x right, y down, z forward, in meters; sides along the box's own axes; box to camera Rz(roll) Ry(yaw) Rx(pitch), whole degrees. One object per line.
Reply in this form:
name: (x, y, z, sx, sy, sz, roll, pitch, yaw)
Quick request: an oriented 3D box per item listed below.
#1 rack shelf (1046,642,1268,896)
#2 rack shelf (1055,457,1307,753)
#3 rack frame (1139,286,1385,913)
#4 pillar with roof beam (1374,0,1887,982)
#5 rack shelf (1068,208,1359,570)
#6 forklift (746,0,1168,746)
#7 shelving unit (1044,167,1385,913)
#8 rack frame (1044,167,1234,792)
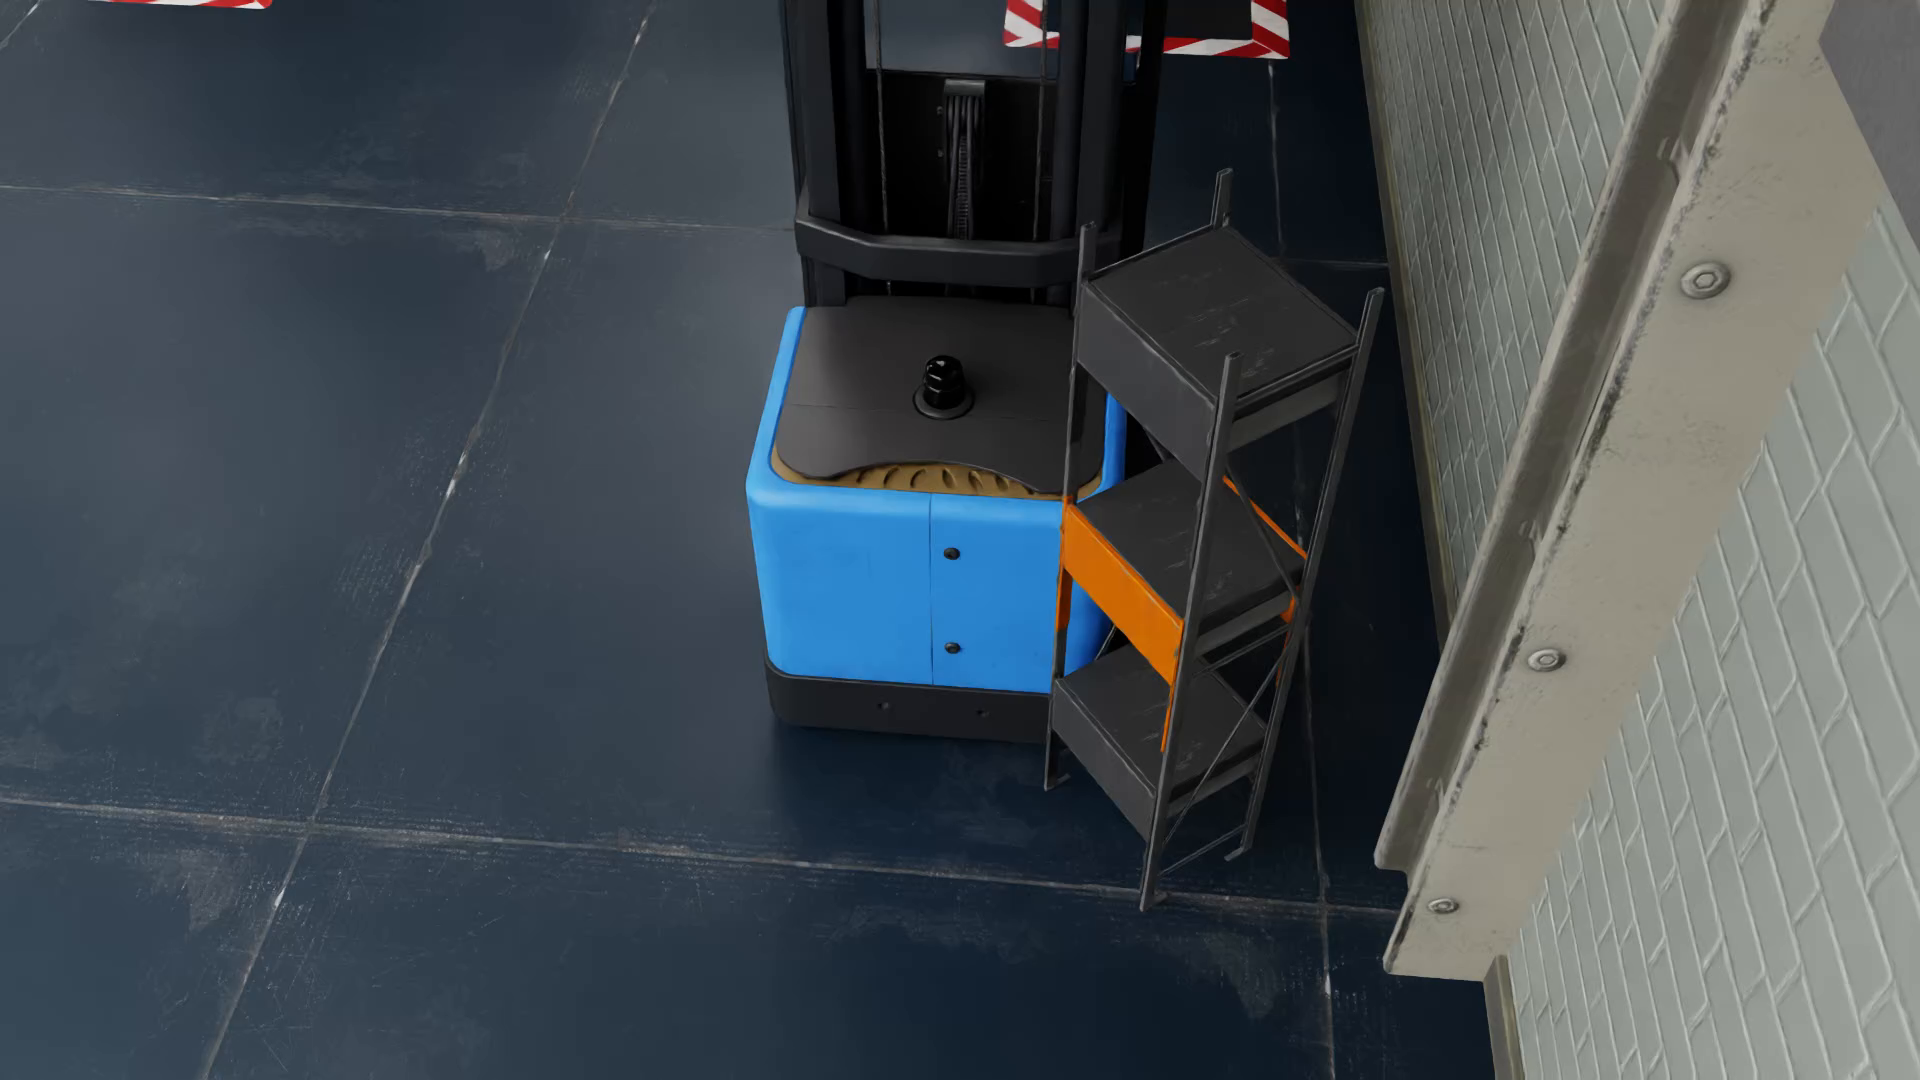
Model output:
rack shelf: (0.558, 0.607, 4.739, 0.431, 0.518, 0.480, -25, 52, -21)
rack shelf: (0.558, 0.134, 4.223, 0.431, 0.518, 0.480, -25, 52, -21)
rack frame: (0.689, 0.277, 4.074, 0.400, 2.100, 0.015, -25, 52, -21)
pillar with roof beam: (-2.930, -2.252, 1.712, 9.100, 9.000, 0.400, 4, 48, 4)
rack shelf: (0.558, -0.338, 3.706, 0.431, 0.518, 0.480, -25, 52, -21)
forklift: (0.058, -1.452, 5.092, 1.130, 2.935, 3.031, 4, 48, 4)
shelving unit: (0.558, 0.125, 4.213, 0.431, 2.100, 0.503, -25, 52, -21)
rack frame: (0.427, -0.027, 4.352, 0.400, 2.100, 0.015, -25, 52, -21)
